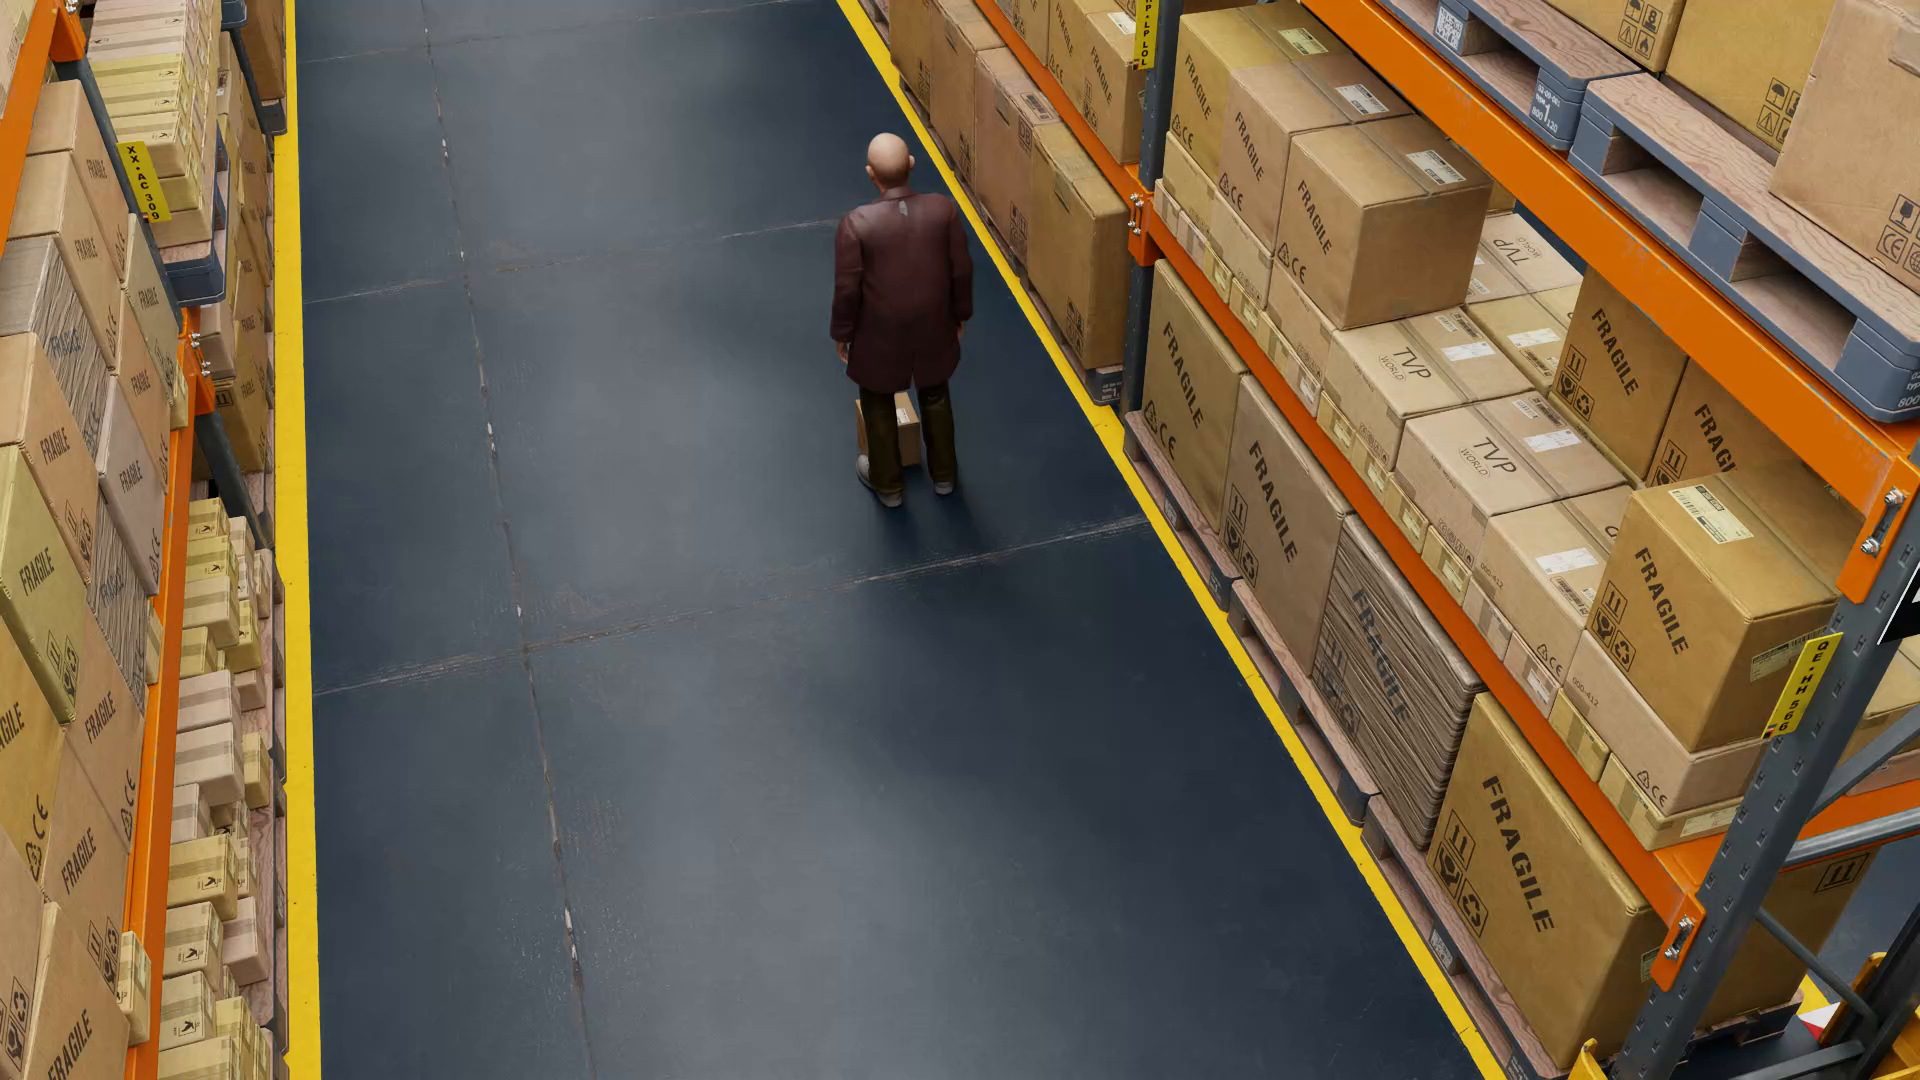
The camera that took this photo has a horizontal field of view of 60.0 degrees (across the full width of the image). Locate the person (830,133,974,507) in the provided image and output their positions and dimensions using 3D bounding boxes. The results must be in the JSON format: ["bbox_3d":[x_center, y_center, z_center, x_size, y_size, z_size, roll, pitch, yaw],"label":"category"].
[{"bbox_3d":[-0.252,-0.927,7.213,0.640,1.773,0.426,-12,43,-13],"label":"person"}]
